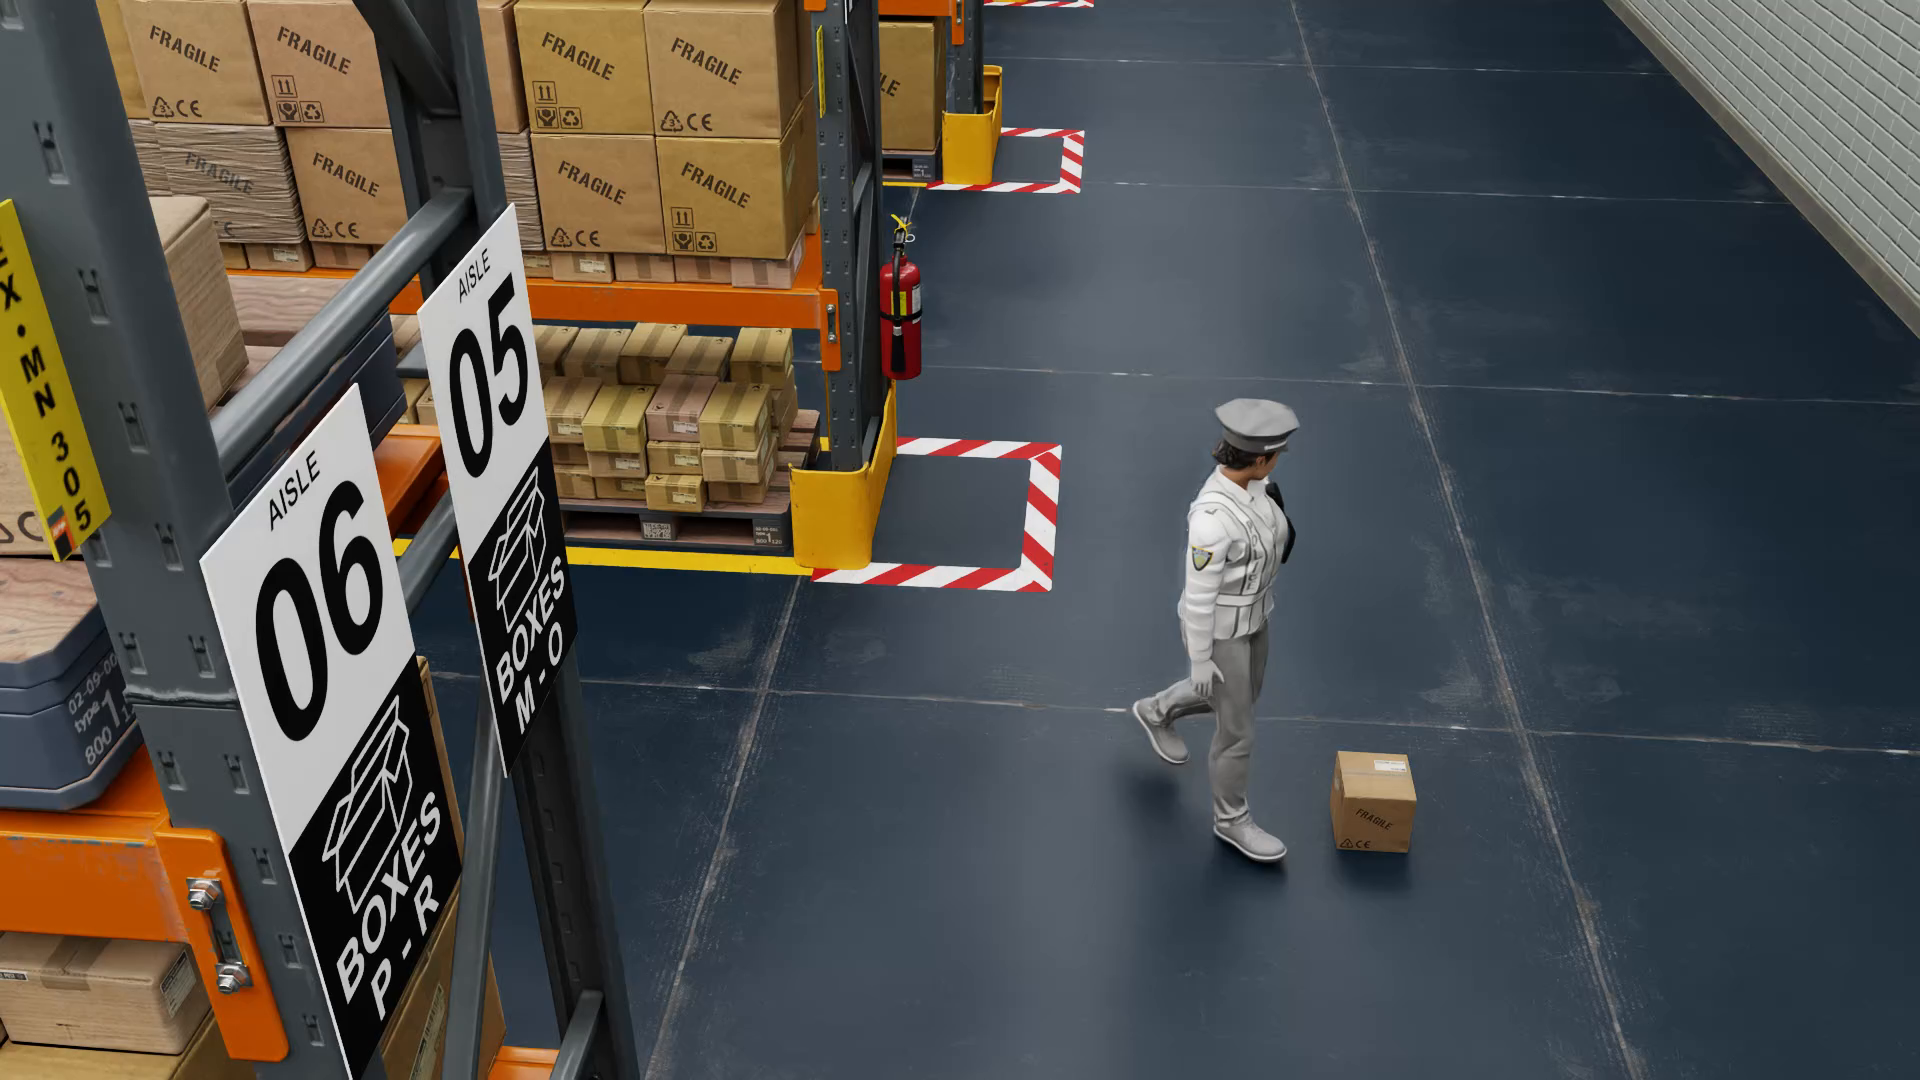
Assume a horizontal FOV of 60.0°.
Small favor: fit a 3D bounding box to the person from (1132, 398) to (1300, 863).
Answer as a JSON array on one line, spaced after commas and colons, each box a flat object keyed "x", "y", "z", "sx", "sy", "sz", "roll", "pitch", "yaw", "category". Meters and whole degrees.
[{"x": 0.897, "y": 0.273, "z": 5.678, "sx": 0.734, "sy": 1.643, "sz": 0.522, "roll": 17, "pitch": 36, "yaw": 25, "category": "person"}]
